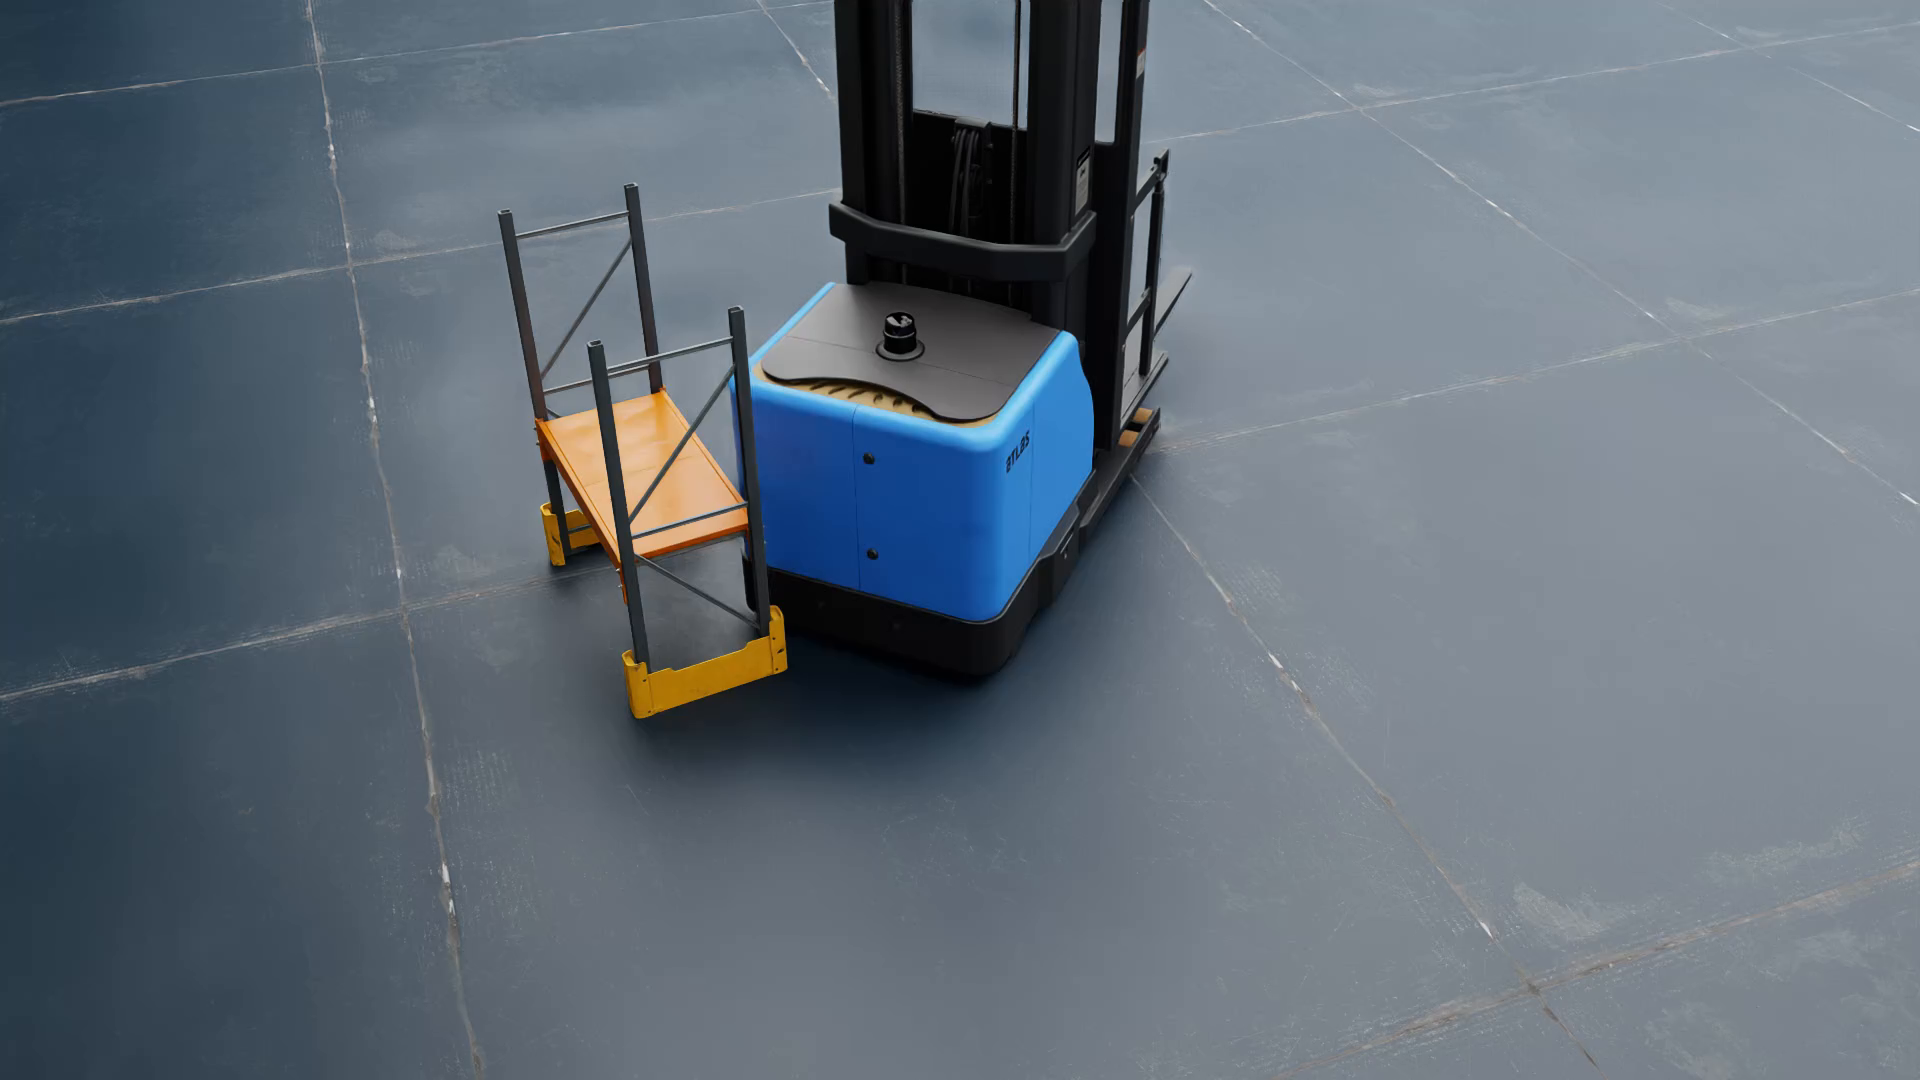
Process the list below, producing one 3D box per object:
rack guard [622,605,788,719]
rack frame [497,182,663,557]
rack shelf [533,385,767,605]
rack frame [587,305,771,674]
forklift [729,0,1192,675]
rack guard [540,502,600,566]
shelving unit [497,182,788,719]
[{"bbox_3d":[-0.907,0.436,5.964,0.587,0.250,0.087,-17,40,-22],"label":"rack guard"},{"bbox_3d":[-1.379,-0.605,6.306,0.500,1.500,0.032,-17,40,-22],"label":"rack frame"},{"bbox_3d":[-1.143,-0.190,6.055,0.538,0.185,1.000,-17,40,-22],"label":"rack shelf"},{"bbox_3d":[-0.907,-0.063,5.587,0.500,1.500,0.032,-17,40,-22],"label":"rack frame"},{"bbox_3d":[0.230,-1.569,6.396,1.130,2.935,3.031,14,39,18],"label":"forklift"},{"bbox_3d":[-1.370,-0.095,6.669,0.587,0.250,0.087,-17,40,-22],"label":"rack guard"},{"bbox_3d":[-1.139,-0.329,5.940,0.587,1.500,1.083,-17,40,-22],"label":"shelving unit"}]
